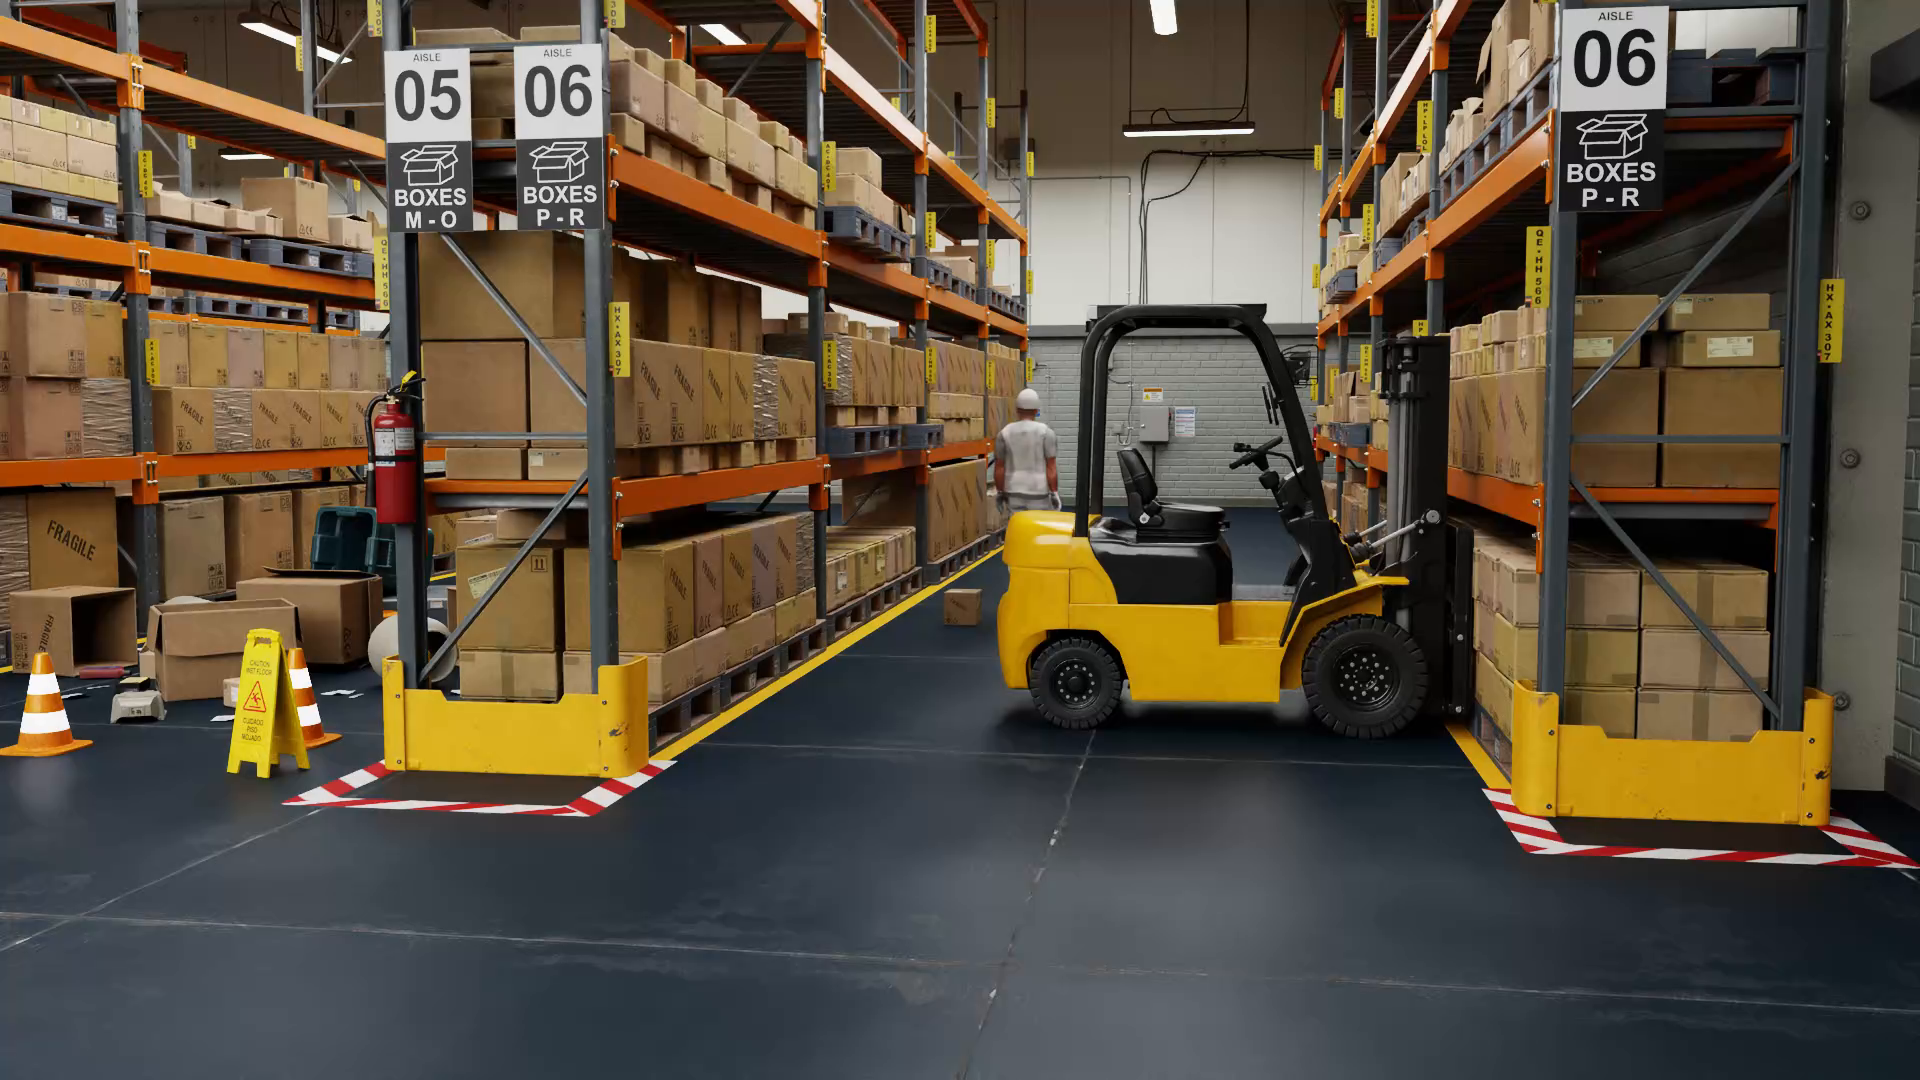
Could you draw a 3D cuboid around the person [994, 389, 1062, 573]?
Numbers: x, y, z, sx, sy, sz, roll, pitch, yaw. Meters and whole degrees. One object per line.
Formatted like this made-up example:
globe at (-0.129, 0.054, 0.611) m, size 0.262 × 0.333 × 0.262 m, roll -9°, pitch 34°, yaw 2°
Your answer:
person at (0.580, -0.361, 13.947) m, size 0.585 × 1.809 × 0.476 m, roll 1°, pitch 4°, yaw 11°
